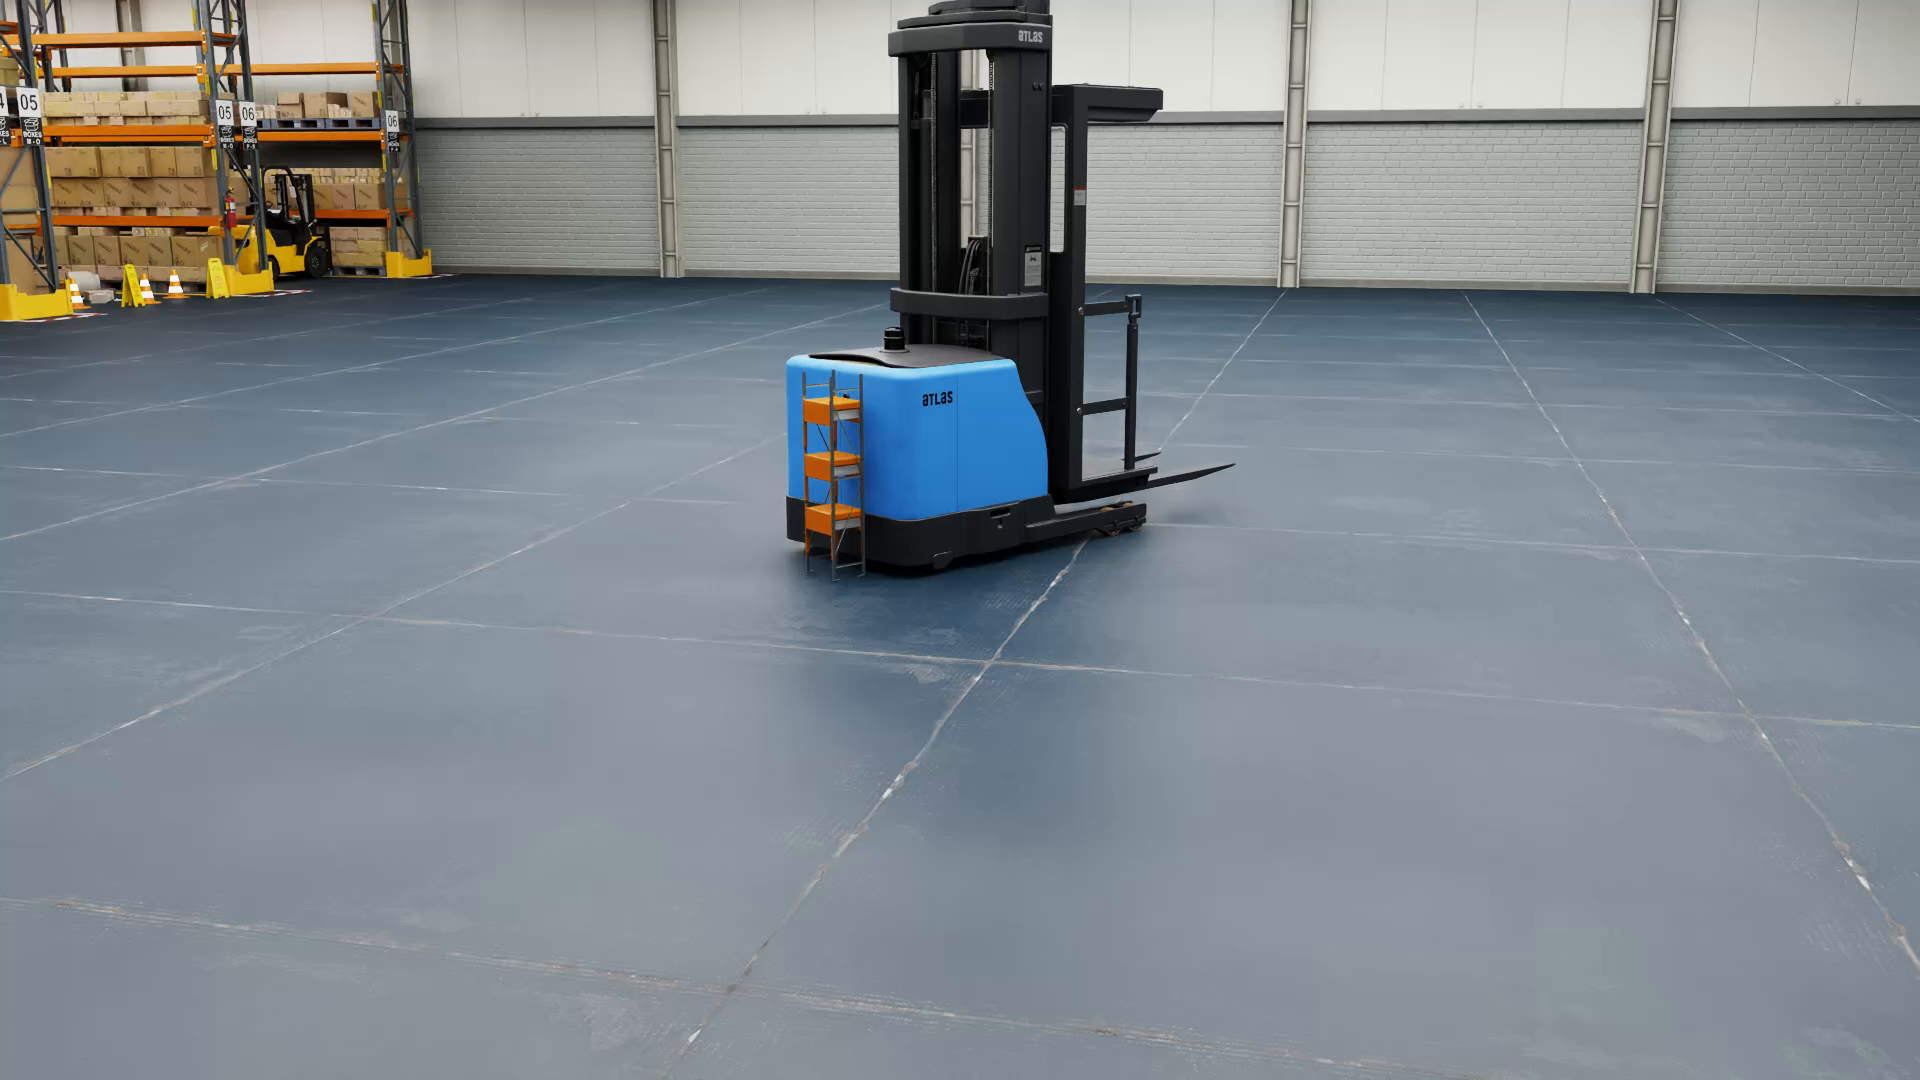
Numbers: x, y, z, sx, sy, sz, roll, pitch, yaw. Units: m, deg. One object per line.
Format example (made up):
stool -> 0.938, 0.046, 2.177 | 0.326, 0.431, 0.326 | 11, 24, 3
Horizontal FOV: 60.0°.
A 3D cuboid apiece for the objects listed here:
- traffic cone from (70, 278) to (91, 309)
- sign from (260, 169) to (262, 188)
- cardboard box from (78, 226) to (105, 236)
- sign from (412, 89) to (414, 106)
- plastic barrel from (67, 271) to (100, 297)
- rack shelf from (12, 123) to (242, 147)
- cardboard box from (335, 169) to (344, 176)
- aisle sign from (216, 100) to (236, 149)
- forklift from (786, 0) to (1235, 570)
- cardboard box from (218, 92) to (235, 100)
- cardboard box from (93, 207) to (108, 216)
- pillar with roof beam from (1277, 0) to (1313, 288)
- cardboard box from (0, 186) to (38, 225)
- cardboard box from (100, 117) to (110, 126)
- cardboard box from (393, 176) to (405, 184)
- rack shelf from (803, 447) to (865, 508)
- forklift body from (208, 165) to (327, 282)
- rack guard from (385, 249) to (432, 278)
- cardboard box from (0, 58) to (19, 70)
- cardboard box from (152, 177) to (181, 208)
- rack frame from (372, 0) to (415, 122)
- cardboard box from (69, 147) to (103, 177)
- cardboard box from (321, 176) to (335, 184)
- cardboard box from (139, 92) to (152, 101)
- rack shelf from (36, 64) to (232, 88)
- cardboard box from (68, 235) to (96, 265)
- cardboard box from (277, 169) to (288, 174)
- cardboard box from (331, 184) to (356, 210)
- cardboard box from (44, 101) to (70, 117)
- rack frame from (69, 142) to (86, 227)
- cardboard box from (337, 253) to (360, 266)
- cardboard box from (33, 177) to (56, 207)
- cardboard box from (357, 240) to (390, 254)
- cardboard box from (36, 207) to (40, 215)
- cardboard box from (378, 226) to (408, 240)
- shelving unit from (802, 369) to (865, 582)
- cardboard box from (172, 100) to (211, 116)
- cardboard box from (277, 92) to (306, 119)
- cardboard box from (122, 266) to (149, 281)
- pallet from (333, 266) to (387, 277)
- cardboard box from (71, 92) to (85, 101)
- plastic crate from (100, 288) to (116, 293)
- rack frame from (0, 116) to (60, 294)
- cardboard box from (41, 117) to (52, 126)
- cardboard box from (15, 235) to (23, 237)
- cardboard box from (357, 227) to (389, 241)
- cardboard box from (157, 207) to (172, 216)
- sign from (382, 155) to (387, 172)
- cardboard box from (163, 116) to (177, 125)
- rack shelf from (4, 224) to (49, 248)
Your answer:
traffic cone -> -13.506, -3.764, 25.354 | 0.334, 0.463, 0.336 | 3, 13, 14
sign -> -12.113, -6.259, 28.745 | 0.005, 0.325, 0.100 | 3, 13, 14
cardboard box -> -15.012, -5.342, 28.762 | 0.250, 0.149, 0.380 | 4, 13, 16
sign -> -10.918, -8.812, 33.126 | 0.005, 0.325, 0.100 | 3, 13, 14
plastic barrel -> -14.611, -4.253, 27.651 | 0.512, 0.421, 0.421 | -9, 15, -35
rack shelf -> -14.184, -6.939, 28.545 | 4.000, 0.370, 1.077 | 3, 13, 14
cardboard box -> -12.186, -7.294, 32.993 | 0.250, 0.149, 0.380 | 3, 13, 14
aisle sign -> -12.252, -6.927, 27.753 | 0.004, 0.787, 0.394 | 3, 13, 14
forklift -> 0.449, -1.526, 9.568 | 3.031, 2.935, 1.130 | -12, 17, -43
cardboard box -> -12.539, -7.515, 28.217 | 0.250, 0.149, 0.380 | 3, 13, 13
cardboard box -> -14.657, -5.655, 28.601 | 0.250, 0.149, 0.380 | 3, 13, 14
pillar with roof beam -> 4.927, -8.081, 25.106 | 0.400, 9.000, 9.100 | 3, 13, 14
cardboard box -> -13.702, -4.759, 23.636 | 0.550, 0.550, 0.875 | 3, 13, 14
cardboard box -> -14.383, -7.123, 28.295 | 0.250, 0.149, 0.380 | 3, 13, 14
cardboard box -> -11.324, -7.204, 33.274 | 0.250, 0.149, 0.380 | 3, 13, 12
rack shelf -> -0.647, -0.324, 8.544 | 0.215, 0.259, 0.240 | -10, 16, -38
forklift body -> -13.335, -6.067, 31.836 | 1.214, 2.155, 2.313 | 3, 13, 14
rack guard -> -11.034, -5.545, 33.295 | 0.348, 0.500, 1.175 | 3, 13, 14
cardboard box -> -13.578, -6.745, 23.548 | 0.250, 0.149, 0.380 | 3, 13, 14
cardboard box -> -13.320, -5.913, 28.269 | 0.500, 0.500, 0.500 | 3, 13, 14
rack frame -> -11.057, -9.695, 32.380 | 0.127, 3.000, 1.000 | 3, 13, 14
cardboard box -> -14.779, -6.481, 28.517 | 0.500, 0.500, 0.700 | 3, 13, 12
cardboard box -> -12.462, -7.143, 33.001 | 0.250, 0.149, 0.380 | 3, 13, 12
cardboard box -> -13.605, -7.478, 28.051 | 0.250, 0.149, 0.380 | 3, 13, 14
rack shelf -> -16.882, -9.460, 33.905 | 4.000, 0.370, 1.077 | 3, 13, 14
cardboard box -> -15.095, -5.046, 28.923 | 0.500, 0.500, 0.500 | 4, 13, 16
cardboard box -> -13.432, -7.355, 33.270 | 0.250, 0.149, 0.380 | 3, 13, 13
cardboard box -> -12.099, -6.814, 33.015 | 0.500, 0.500, 0.500 | 3, 13, 15
cardboard box -> -15.261, -7.361, 28.445 | 0.500, 0.250, 0.500 | 3, 13, 13
rack frame -> -18.824, -7.181, 34.901 | 0.127, 3.000, 1.000 | 3, 13, 14
cardboard box -> -12.069, -5.615, 33.218 | 0.500, 0.250, 0.500 | 3, 13, 14
cardboard box -> -15.766, -6.042, 28.850 | 0.500, 0.500, 0.500 | 3, 13, 13
cardboard box -> -11.604, -5.832, 33.046 | 0.500, 0.250, 0.500 | 3, 13, 13
cardboard box -> -15.897, -5.723, 28.909 | 0.250, 0.149, 0.380 | 3, 13, 13
cardboard box -> -11.478, -6.182, 33.466 | 0.500, 0.250, 0.500 | 3, 13, 13
shelving unit -> -0.647, -0.334, 8.541 | 0.215, 1.050, 0.252 | -10, 16, -38
cardboard box -> -12.804, -7.229, 27.848 | 0.500, 0.250, 0.500 | 3, 13, 13
cardboard box -> -13.074, -8.619, 33.017 | 0.637, 0.503, 0.797 | 3, 13, 15
cardboard box -> -14.102, -4.625, 28.756 | 0.500, 0.250, 0.500 | 3, 13, 12
pallet -> -11.809, -5.436, 33.471 | 1.213, 0.211, 1.003 | 3, 13, 14
cardboard box -> -14.883, -7.531, 28.292 | 0.250, 0.149, 0.380 | 3, 13, 12
plastic crate -> -14.798, -4.251, 28.432 | 0.583, 0.080, 0.402 | -1, 13, -6
rack frame -> -13.330, -4.676, 23.609 | 0.127, 3.000, 1.000 | 3, 13, 14
cardboard box -> -15.642, -7.178, 28.540 | 0.250, 0.149, 0.380 | 3, 13, 14
cardboard box -> -19.636, -6.463, 34.966 | 0.250, 0.149, 0.380 | 2, 13, 11
cardboard box -> -11.579, -6.075, 32.986 | 0.500, 0.250, 0.500 | 4, 13, 15
cardboard box -> -13.430, -5.589, 28.302 | 0.250, 0.149, 0.380 | 3, 13, 15
sign -> -11.200, -7.334, 32.368 | 0.005, 0.325, 0.100 | 3, 13, 14
cardboard box -> -13.155, -7.051, 27.966 | 0.250, 0.149, 0.380 | 3, 13, 15
rack shelf -> -15.272, -4.429, 24.155 | 4.000, 0.370, 1.077 | 3, 13, 14
